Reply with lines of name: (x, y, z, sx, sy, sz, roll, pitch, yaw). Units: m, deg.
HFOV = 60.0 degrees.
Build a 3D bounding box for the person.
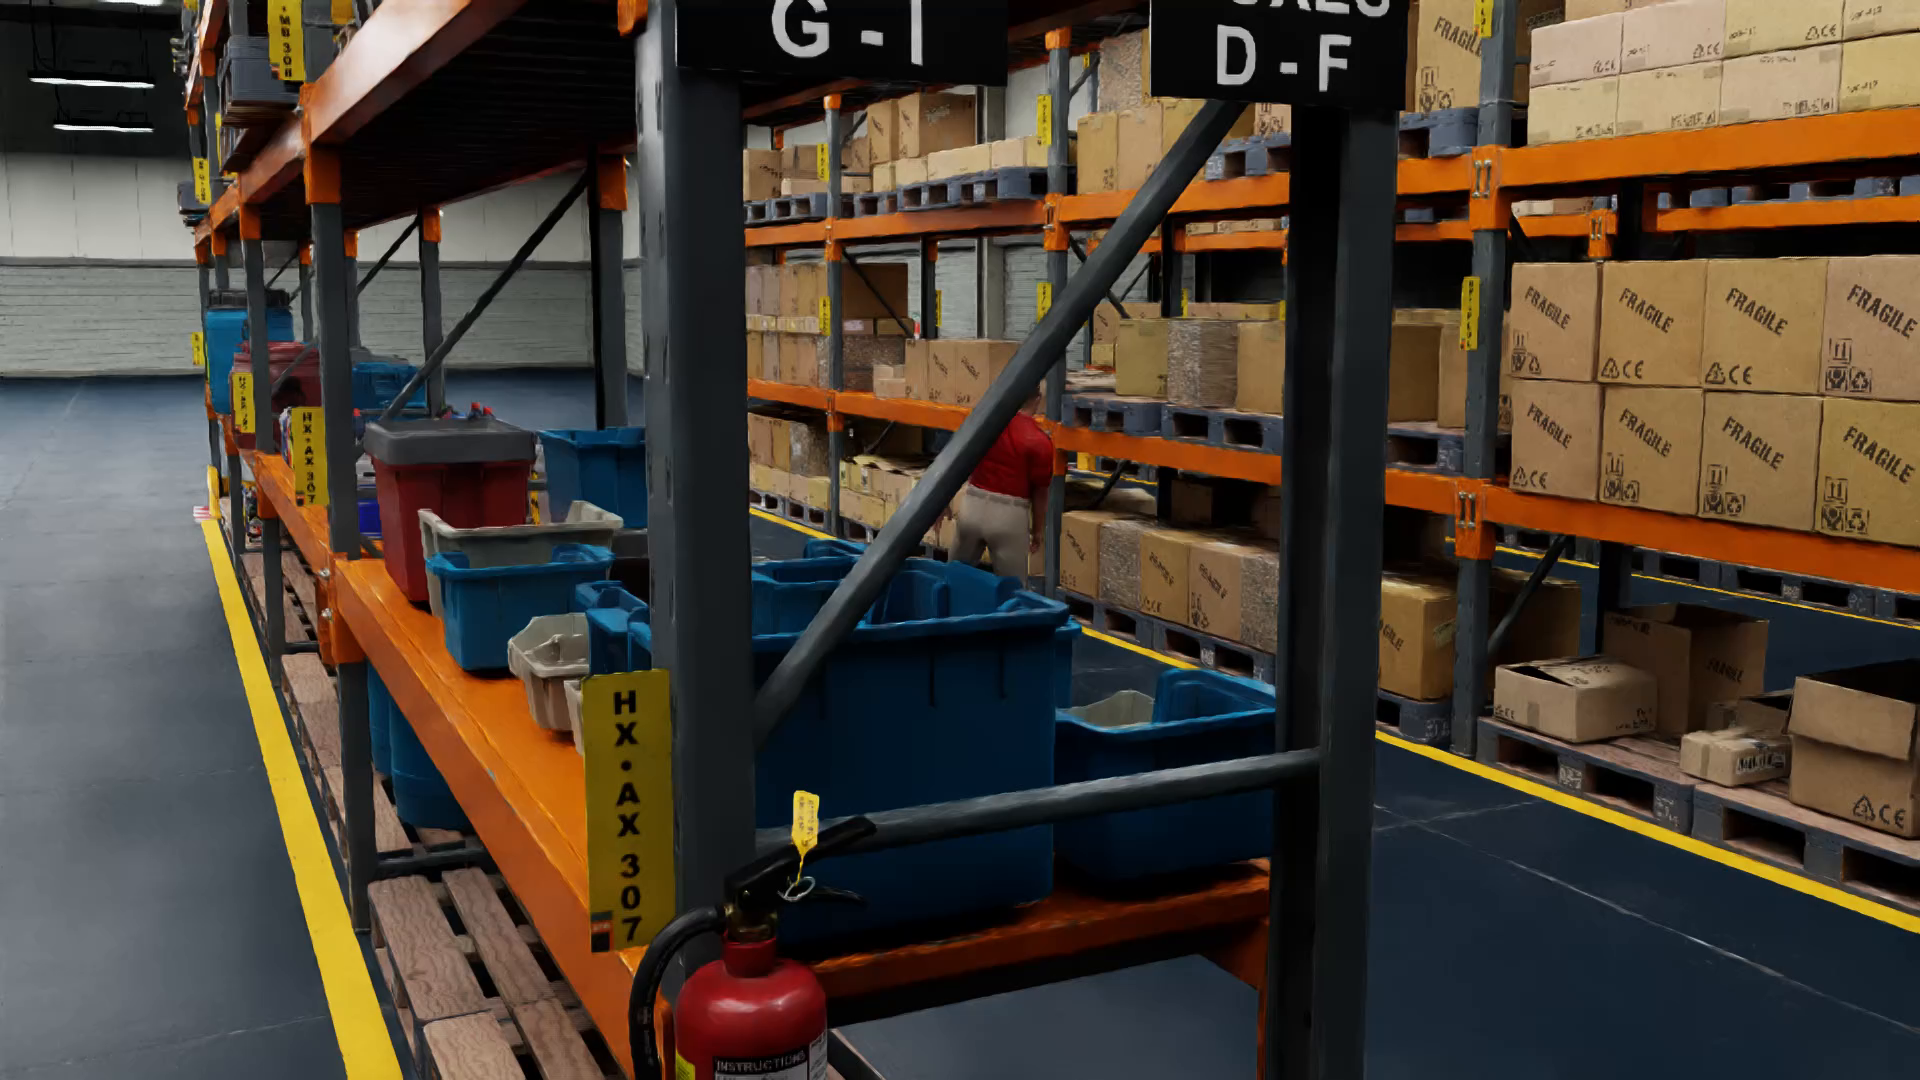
person: (0.172, -0.084, 9.408, 0.827, 1.719, 0.429, 5, 10, 29)
